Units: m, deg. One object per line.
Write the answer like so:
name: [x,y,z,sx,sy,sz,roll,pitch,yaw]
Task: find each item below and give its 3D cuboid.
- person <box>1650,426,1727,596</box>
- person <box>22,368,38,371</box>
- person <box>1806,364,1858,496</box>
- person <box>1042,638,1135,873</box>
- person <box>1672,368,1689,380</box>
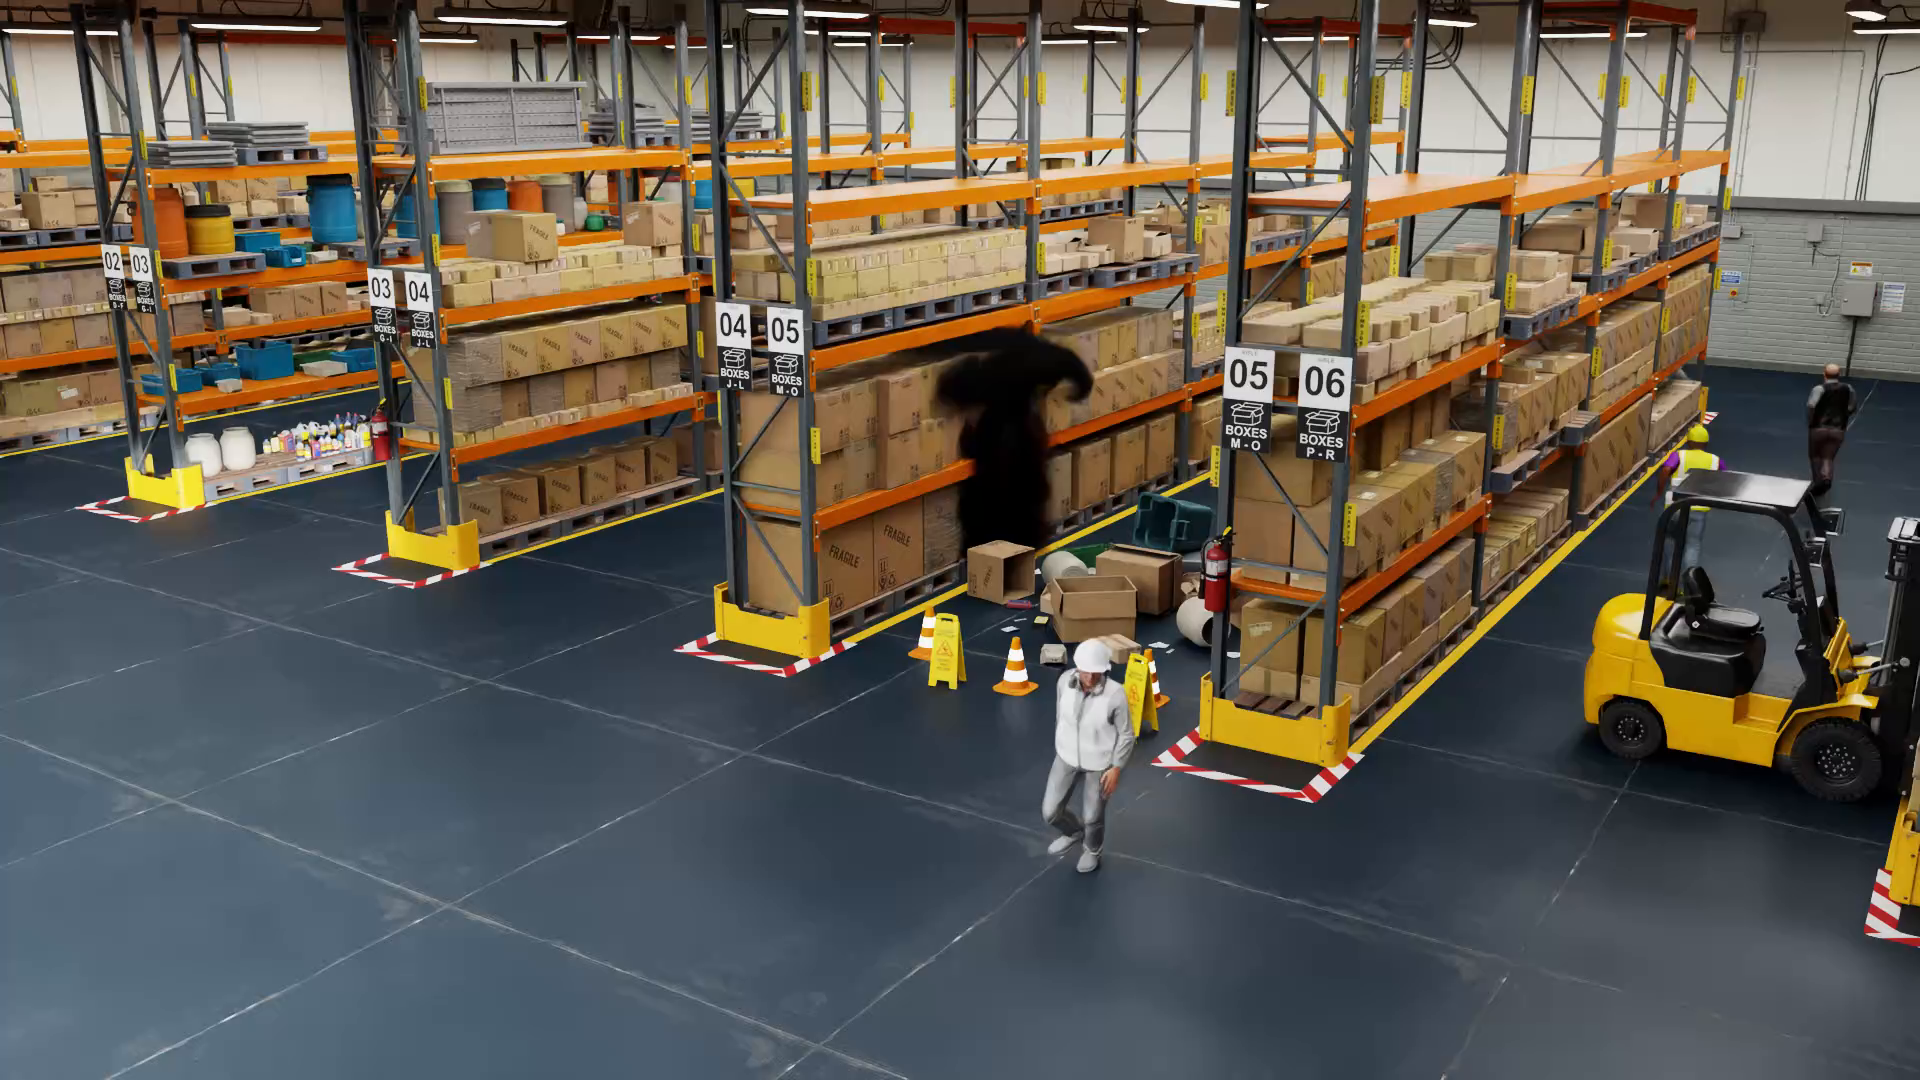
person: [7.440,-0.282,17.022,0.714,1.731,0.984,7,17,23]
person: [-14.754,-2.906,26.338,0.634,1.766,0.779,7,17,25]
person: [10.955,-1.346,20.945,0.642,1.698,0.752,4,16,14]
person: [0.851,1.425,10.890,0.653,1.726,0.671,6,17,22]
person: [11.724,-3.184,27.438,0.901,1.712,0.579,6,17,20]
